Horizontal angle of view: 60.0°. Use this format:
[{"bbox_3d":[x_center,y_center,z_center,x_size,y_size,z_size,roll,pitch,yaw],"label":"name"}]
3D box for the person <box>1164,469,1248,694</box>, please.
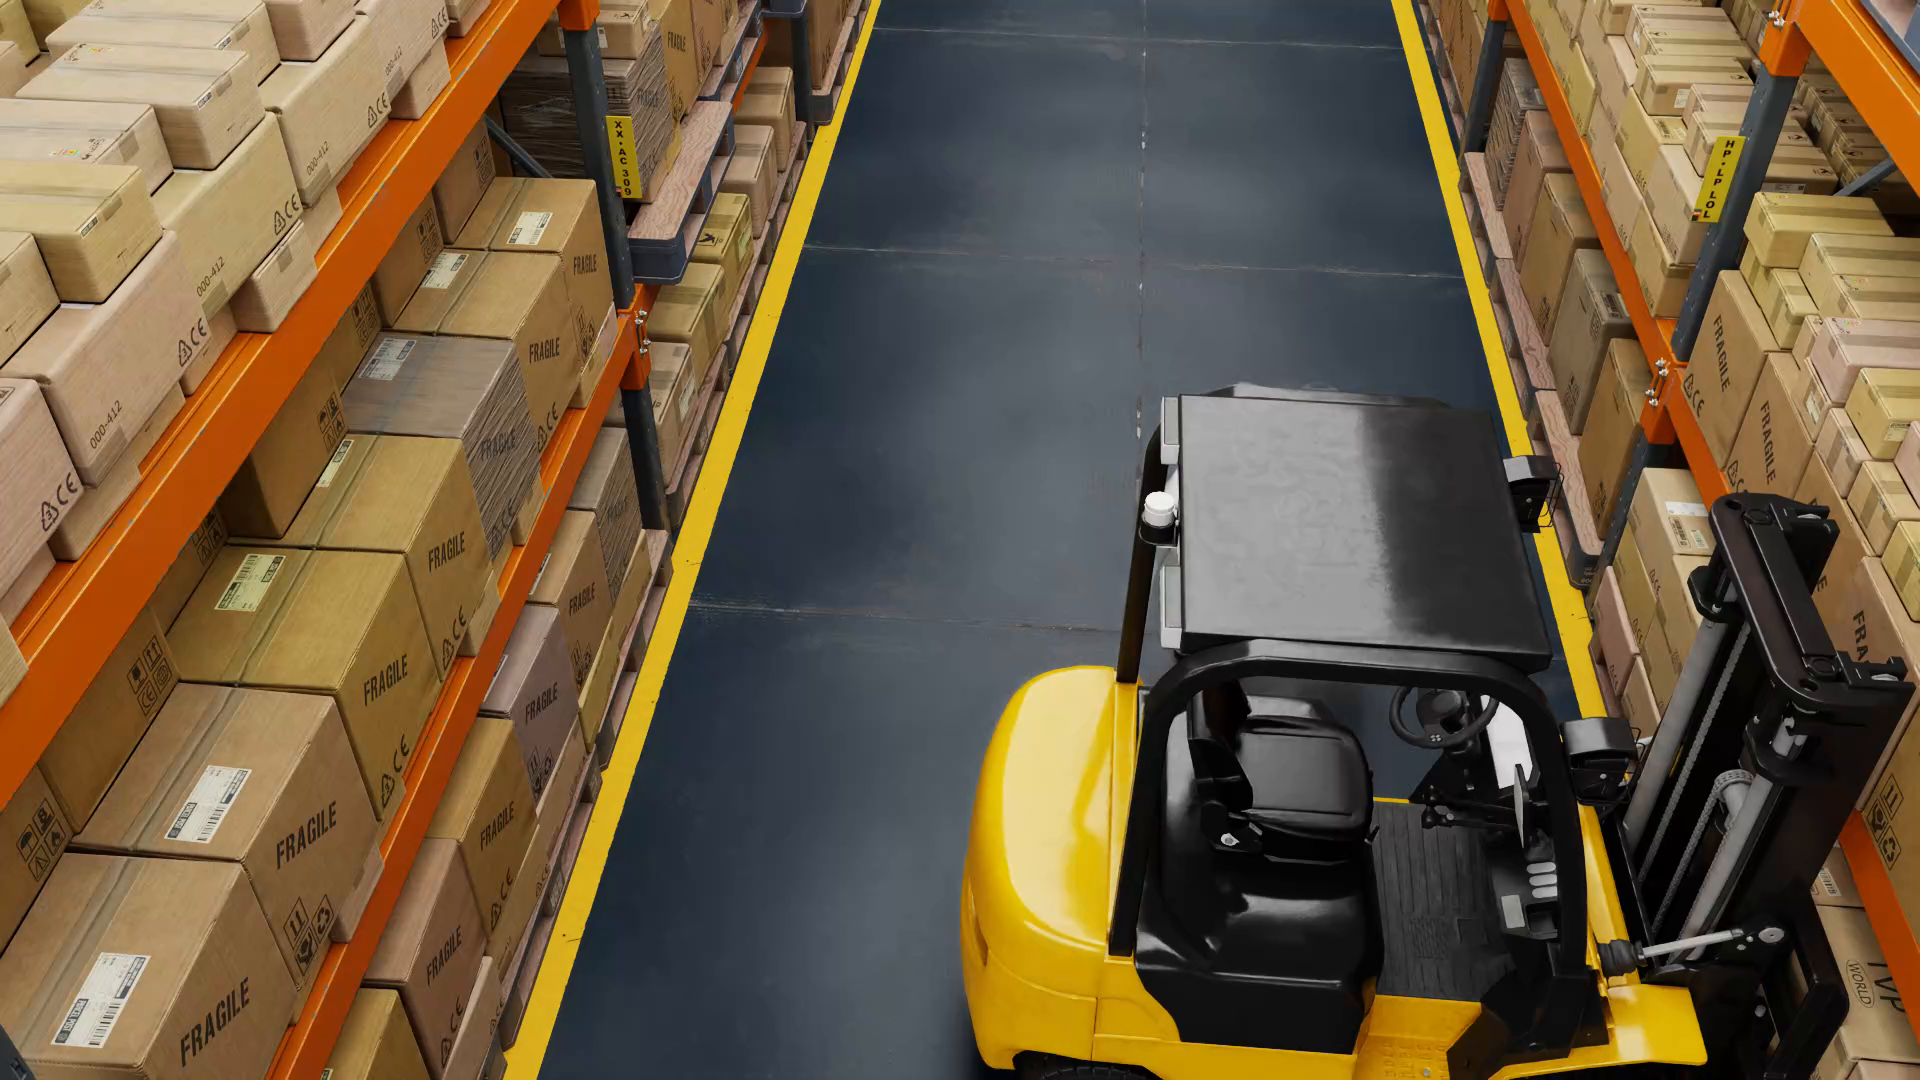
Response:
[{"bbox_3d":[1.193,0.060,6.352,0.873,1.325,0.467,2,40,2],"label":"person"}]
